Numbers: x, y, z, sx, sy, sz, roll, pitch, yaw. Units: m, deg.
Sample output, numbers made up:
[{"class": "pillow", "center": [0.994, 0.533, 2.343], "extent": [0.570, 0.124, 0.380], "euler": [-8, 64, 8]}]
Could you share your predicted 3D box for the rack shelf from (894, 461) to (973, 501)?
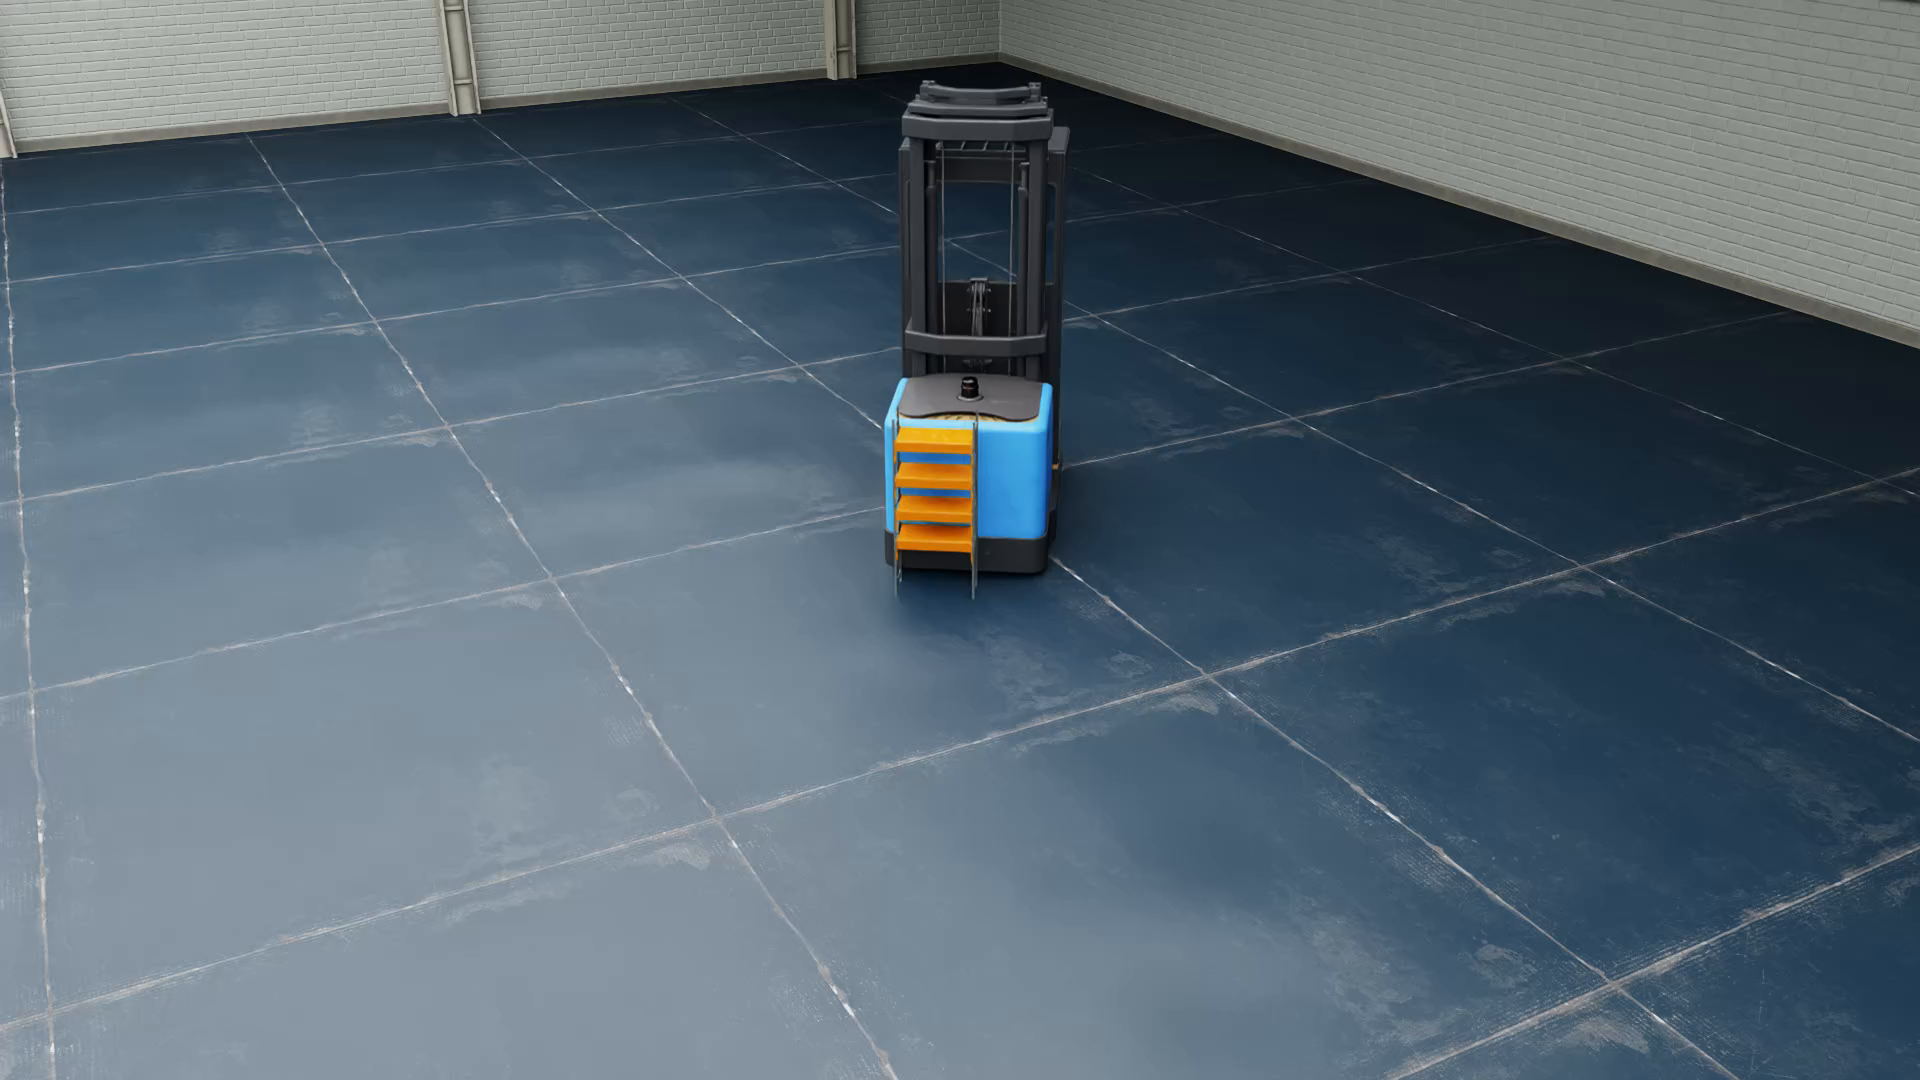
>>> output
[{"class": "rack shelf", "center": [-0.149, -0.365, 10.263], "extent": [0.480, 0.148, 0.258], "euler": [2, 26, 5]}]

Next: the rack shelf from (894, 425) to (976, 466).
[{"class": "rack shelf", "center": [-0.150, -0.579, 10.160], "extent": [0.480, 0.148, 0.258], "euler": [2, 26, 5]}]

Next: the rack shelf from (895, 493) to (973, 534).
[{"class": "rack shelf", "center": [-0.149, -0.164, 10.360], "extent": [0.480, 0.148, 0.258], "euler": [2, 26, 5]}]

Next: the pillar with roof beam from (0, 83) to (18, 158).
[{"class": "pillar with roof beam", "center": [-10.463, -7.402, 16.269], "extent": [0.400, 9.000, 9.100], "euler": [-13, 29, -25]}]

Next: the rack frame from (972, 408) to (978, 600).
[{"class": "rack frame", "center": [0.093, -0.215, 10.310], "extent": [0.015, 1.200, 0.240], "euler": [2, 26, 5]}]

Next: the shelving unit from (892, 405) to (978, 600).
[{"class": "shelving unit", "center": [-0.149, -0.225, 10.331], "extent": [0.503, 1.200, 0.258], "euler": [2, 26, 5]}]

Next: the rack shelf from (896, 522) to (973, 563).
[{"class": "rack shelf", "center": [-0.149, 0.015, 10.446], "extent": [0.480, 0.148, 0.258], "euler": [2, 26, 5]}]

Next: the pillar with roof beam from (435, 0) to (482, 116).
[{"class": "pillar with roof beam", "center": [-5.168, -8.624, 18.814], "extent": [0.400, 9.000, 9.100], "euler": [-13, 29, -25]}]

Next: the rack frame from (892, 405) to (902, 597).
[{"class": "rack frame", "center": [-0.392, -0.235, 10.352], "extent": [0.015, 1.200, 0.240], "euler": [2, 26, 5]}]

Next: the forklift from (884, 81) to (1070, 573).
[{"class": "forklift", "center": [0.170, -1.715, 11.435], "extent": [1.130, 2.935, 3.031], "euler": [2, 26, 5]}]

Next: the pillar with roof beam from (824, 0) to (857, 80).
[{"class": "pillar with roof beam", "center": [0.126, -9.846, 21.359], "extent": [0.400, 9.000, 9.100], "euler": [-13, 29, -25]}]
